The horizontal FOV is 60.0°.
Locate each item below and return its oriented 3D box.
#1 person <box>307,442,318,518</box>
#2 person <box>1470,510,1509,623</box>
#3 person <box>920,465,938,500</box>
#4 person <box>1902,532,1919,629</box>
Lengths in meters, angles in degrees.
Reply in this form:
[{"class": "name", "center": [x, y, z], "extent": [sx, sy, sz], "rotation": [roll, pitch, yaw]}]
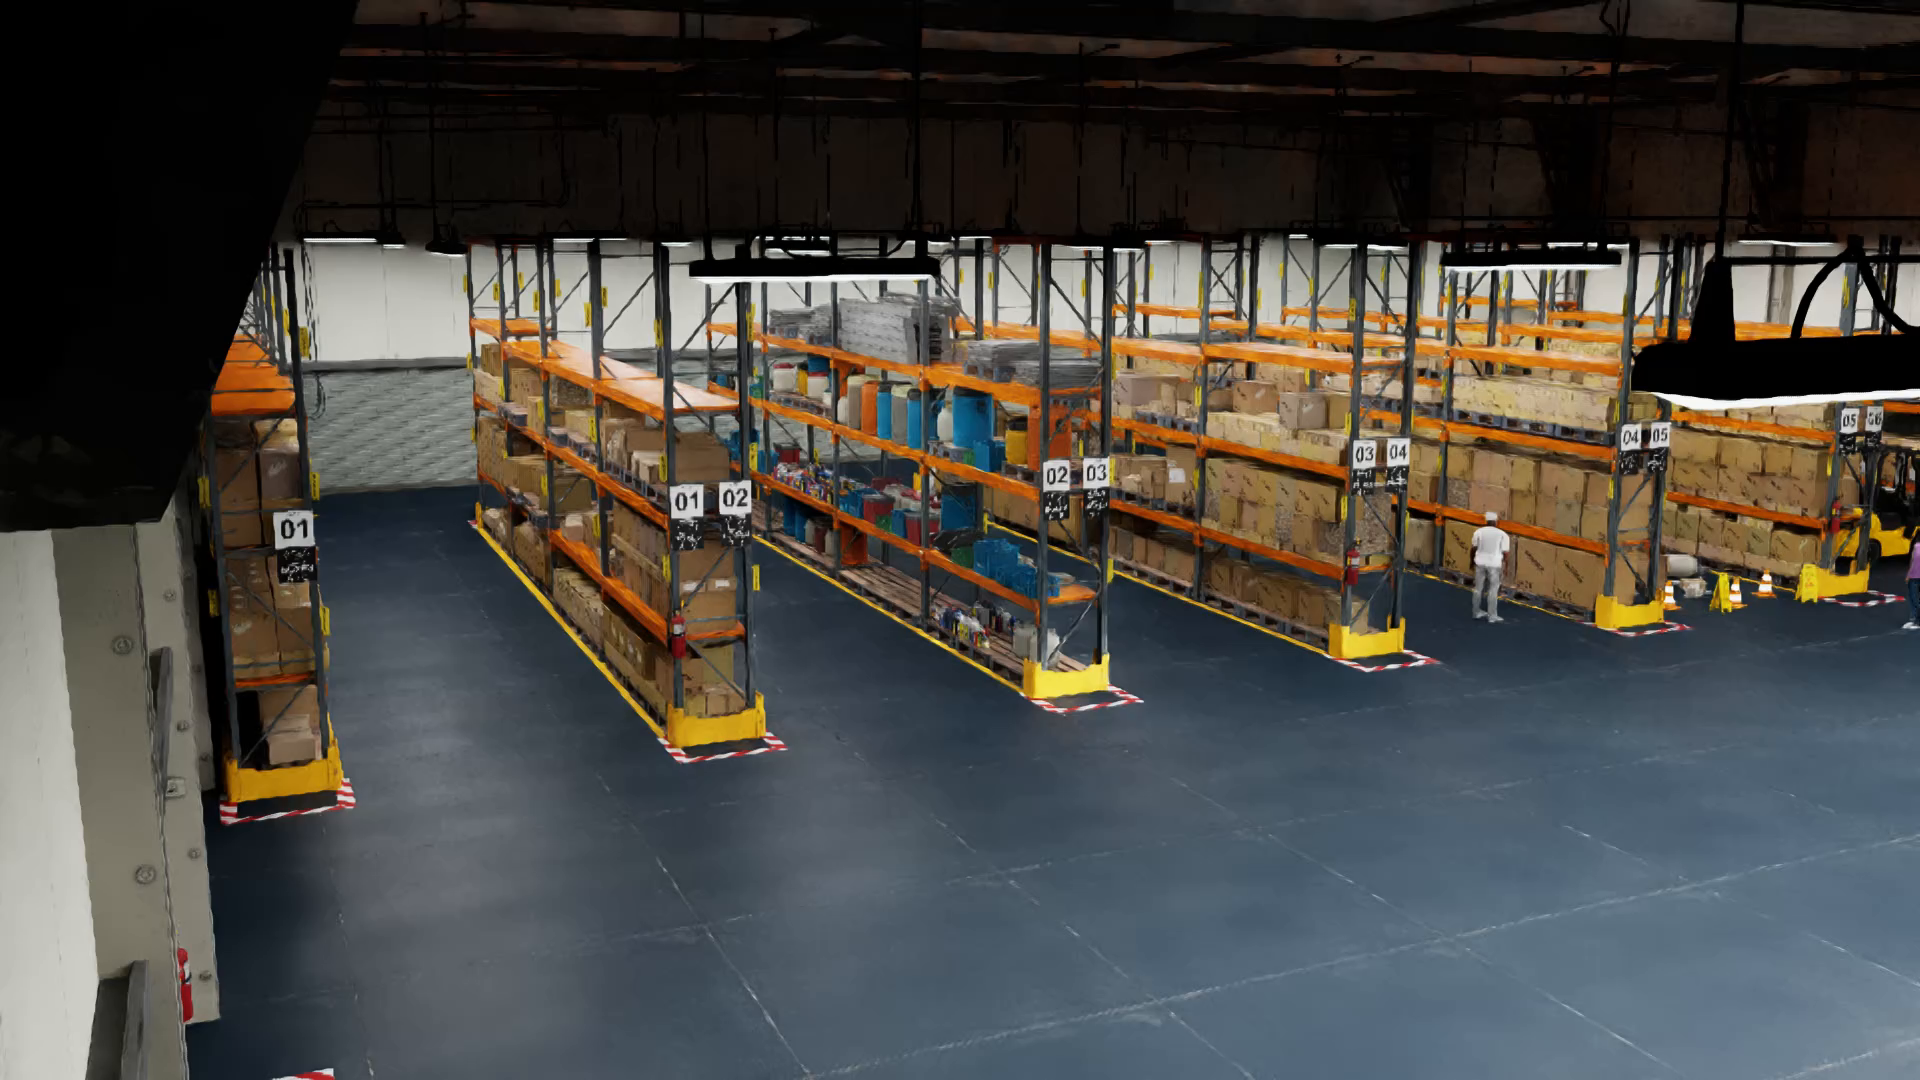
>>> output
[{"class": "person", "center": [-14.041, -1.304, 35.246], "extent": [0.473, 1.766, 0.714], "rotation": [3, 11, 15]}, {"class": "person", "center": [8.400, 0.393, 26.374], "extent": [0.632, 1.768, 0.452], "rotation": [8, 13, 34]}, {"class": "person", "center": [-0.741, -1.449, 35.825], "extent": [0.577, 1.785, 0.655], "rotation": [1, 11, 5]}, {"class": "person", "center": [15.050, 0.606, 25.863], "extent": [0.594, 1.594, 0.435], "rotation": [9, 14, 40]}]
